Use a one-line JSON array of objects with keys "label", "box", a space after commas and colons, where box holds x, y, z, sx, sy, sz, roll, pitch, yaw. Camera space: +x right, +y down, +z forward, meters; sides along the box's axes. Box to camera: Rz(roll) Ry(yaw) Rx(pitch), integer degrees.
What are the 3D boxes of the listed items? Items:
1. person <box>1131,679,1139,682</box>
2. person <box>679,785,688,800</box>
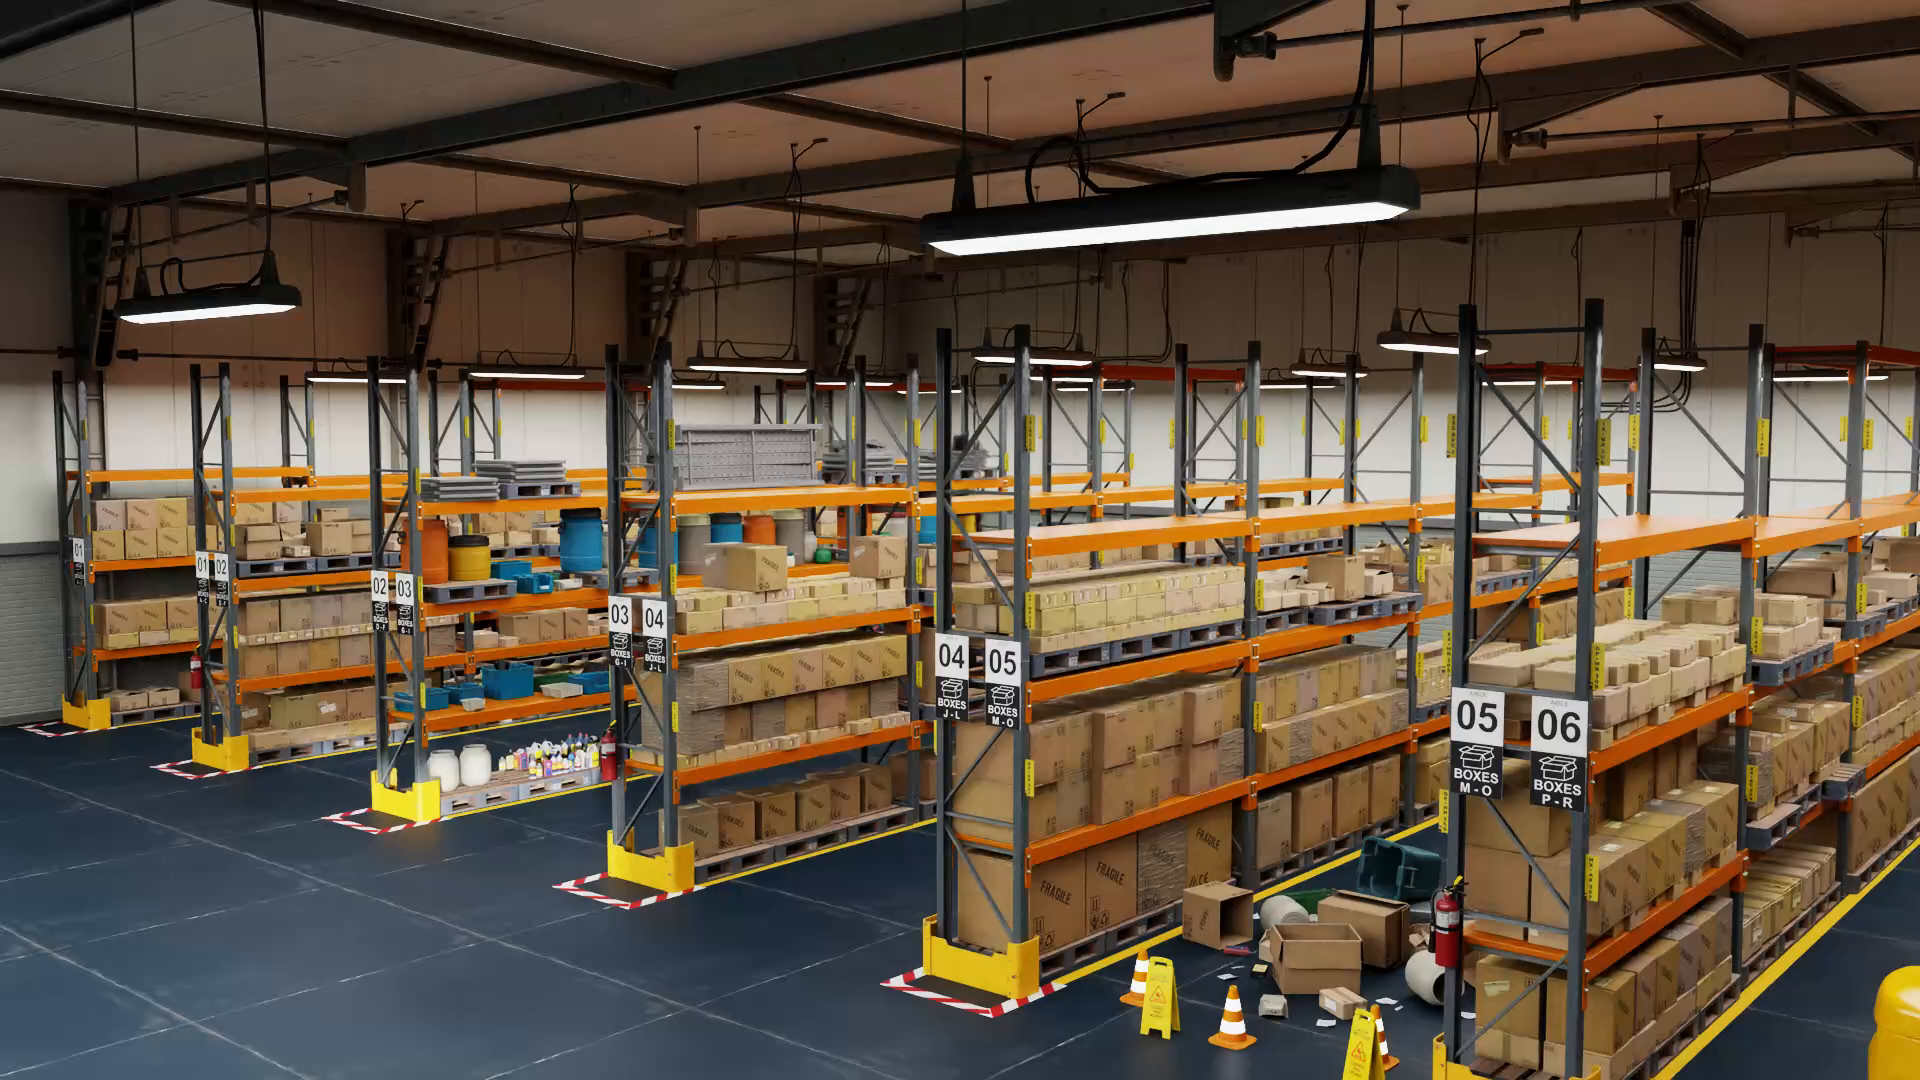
[{"label": "person", "box": [2.721, 2.682, 23.282, 1.061, 1.568, 0.663, -3, 5, -39]}, {"label": "person", "box": [-3.861, 2.657, 22.833, 0.699, 1.751, 0.626, 0, 4, 5]}]
